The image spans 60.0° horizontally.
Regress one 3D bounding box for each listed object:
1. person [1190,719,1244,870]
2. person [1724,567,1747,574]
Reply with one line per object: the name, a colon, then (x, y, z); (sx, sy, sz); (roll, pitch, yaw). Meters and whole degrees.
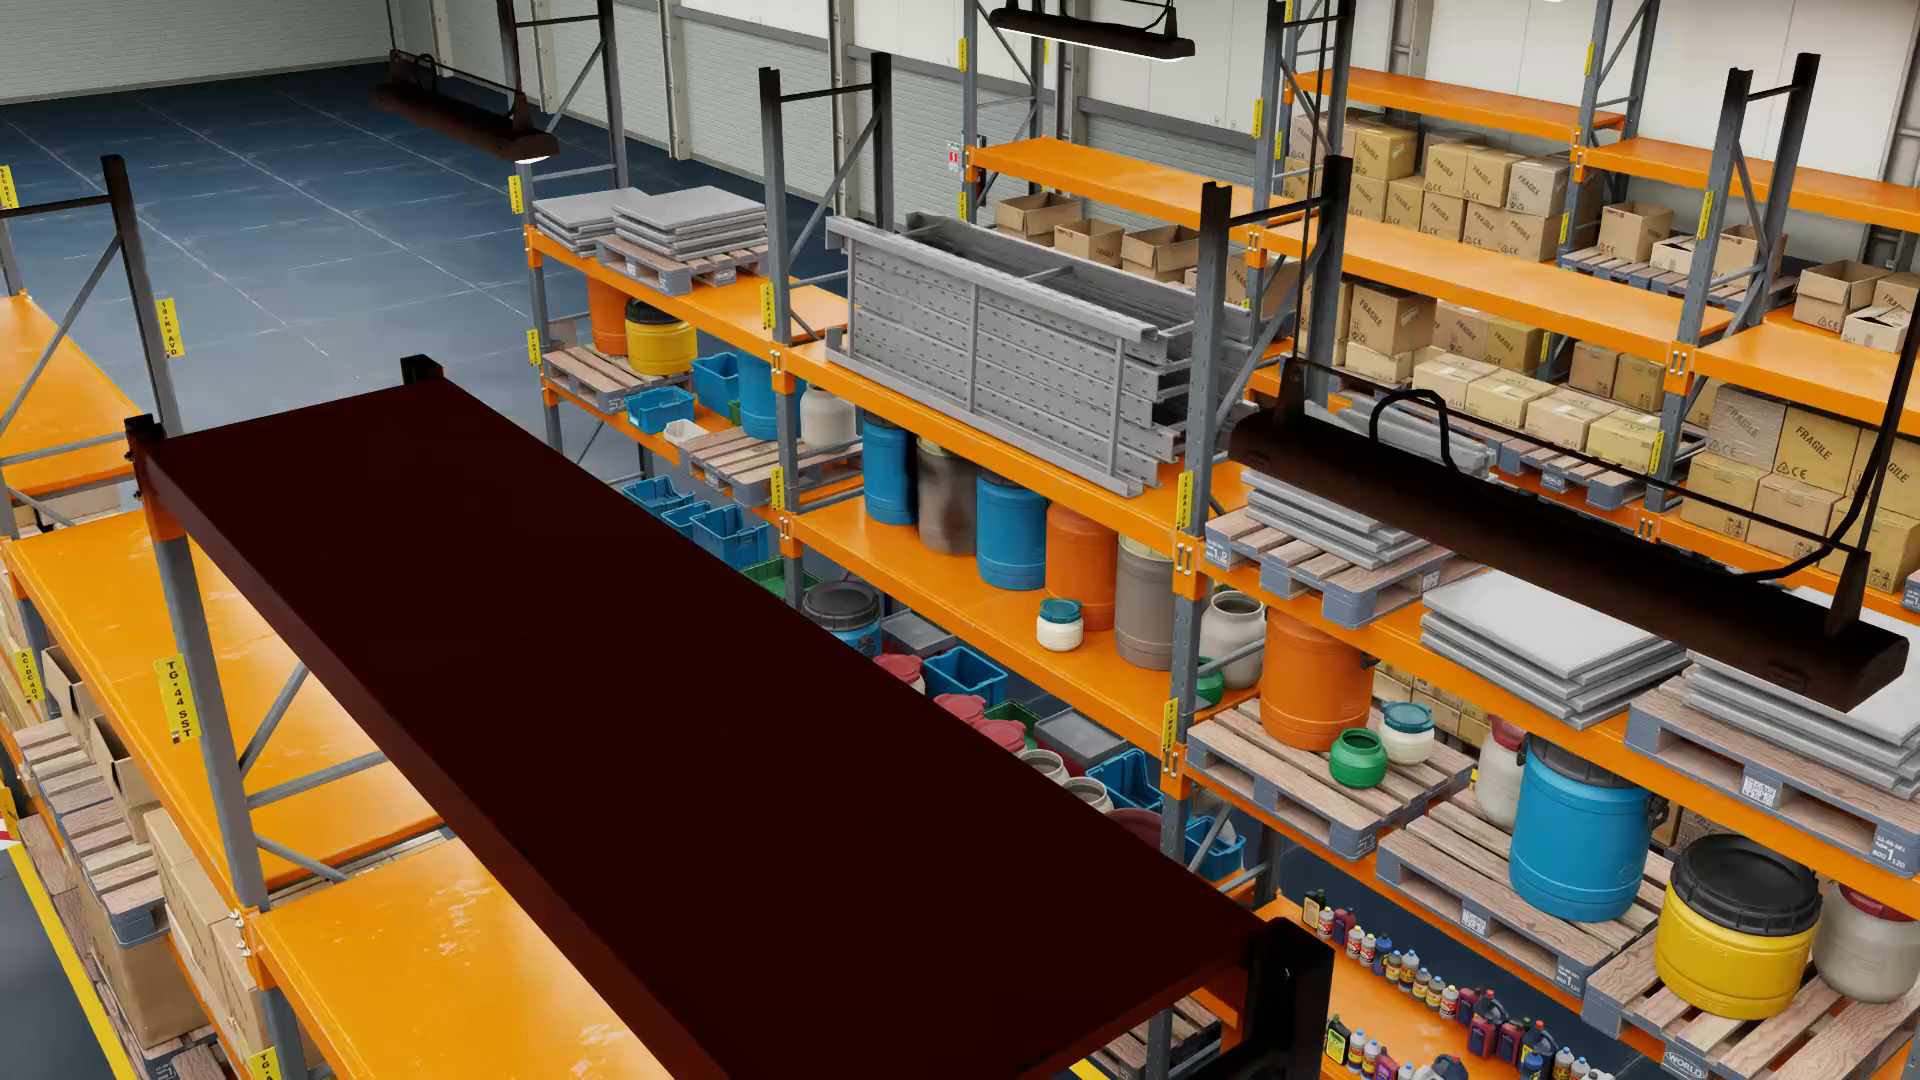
person: (1.877, 1.819, 12.742); (0.774, 1.556, 0.603); (22, 34, 38)
person: (6.768, 1.111, 14.145); (0.906, 1.593, 0.697); (18, 31, 32)
